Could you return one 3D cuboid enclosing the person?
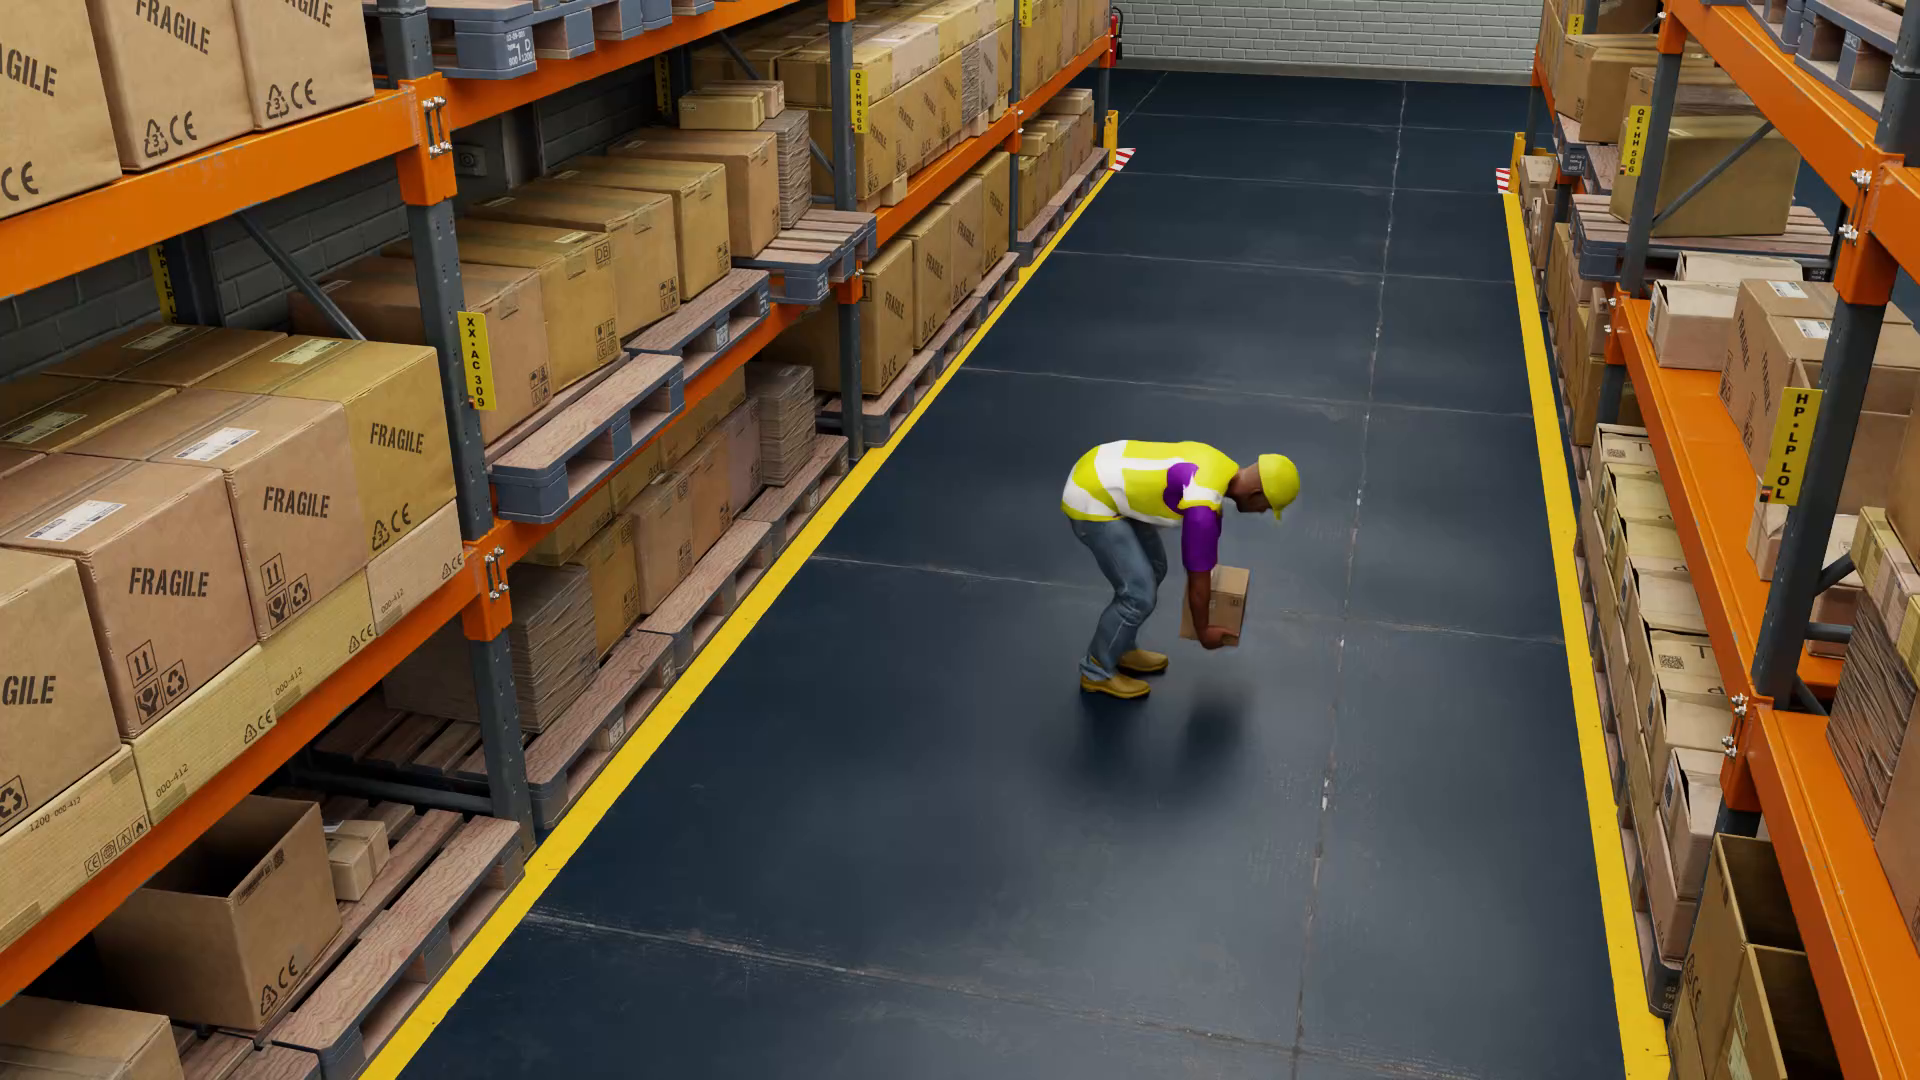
[{"bbox_3d":[0.918,0.113,7.095,0.979,1.119,0.477,5,26,11],"label":"person"}]
